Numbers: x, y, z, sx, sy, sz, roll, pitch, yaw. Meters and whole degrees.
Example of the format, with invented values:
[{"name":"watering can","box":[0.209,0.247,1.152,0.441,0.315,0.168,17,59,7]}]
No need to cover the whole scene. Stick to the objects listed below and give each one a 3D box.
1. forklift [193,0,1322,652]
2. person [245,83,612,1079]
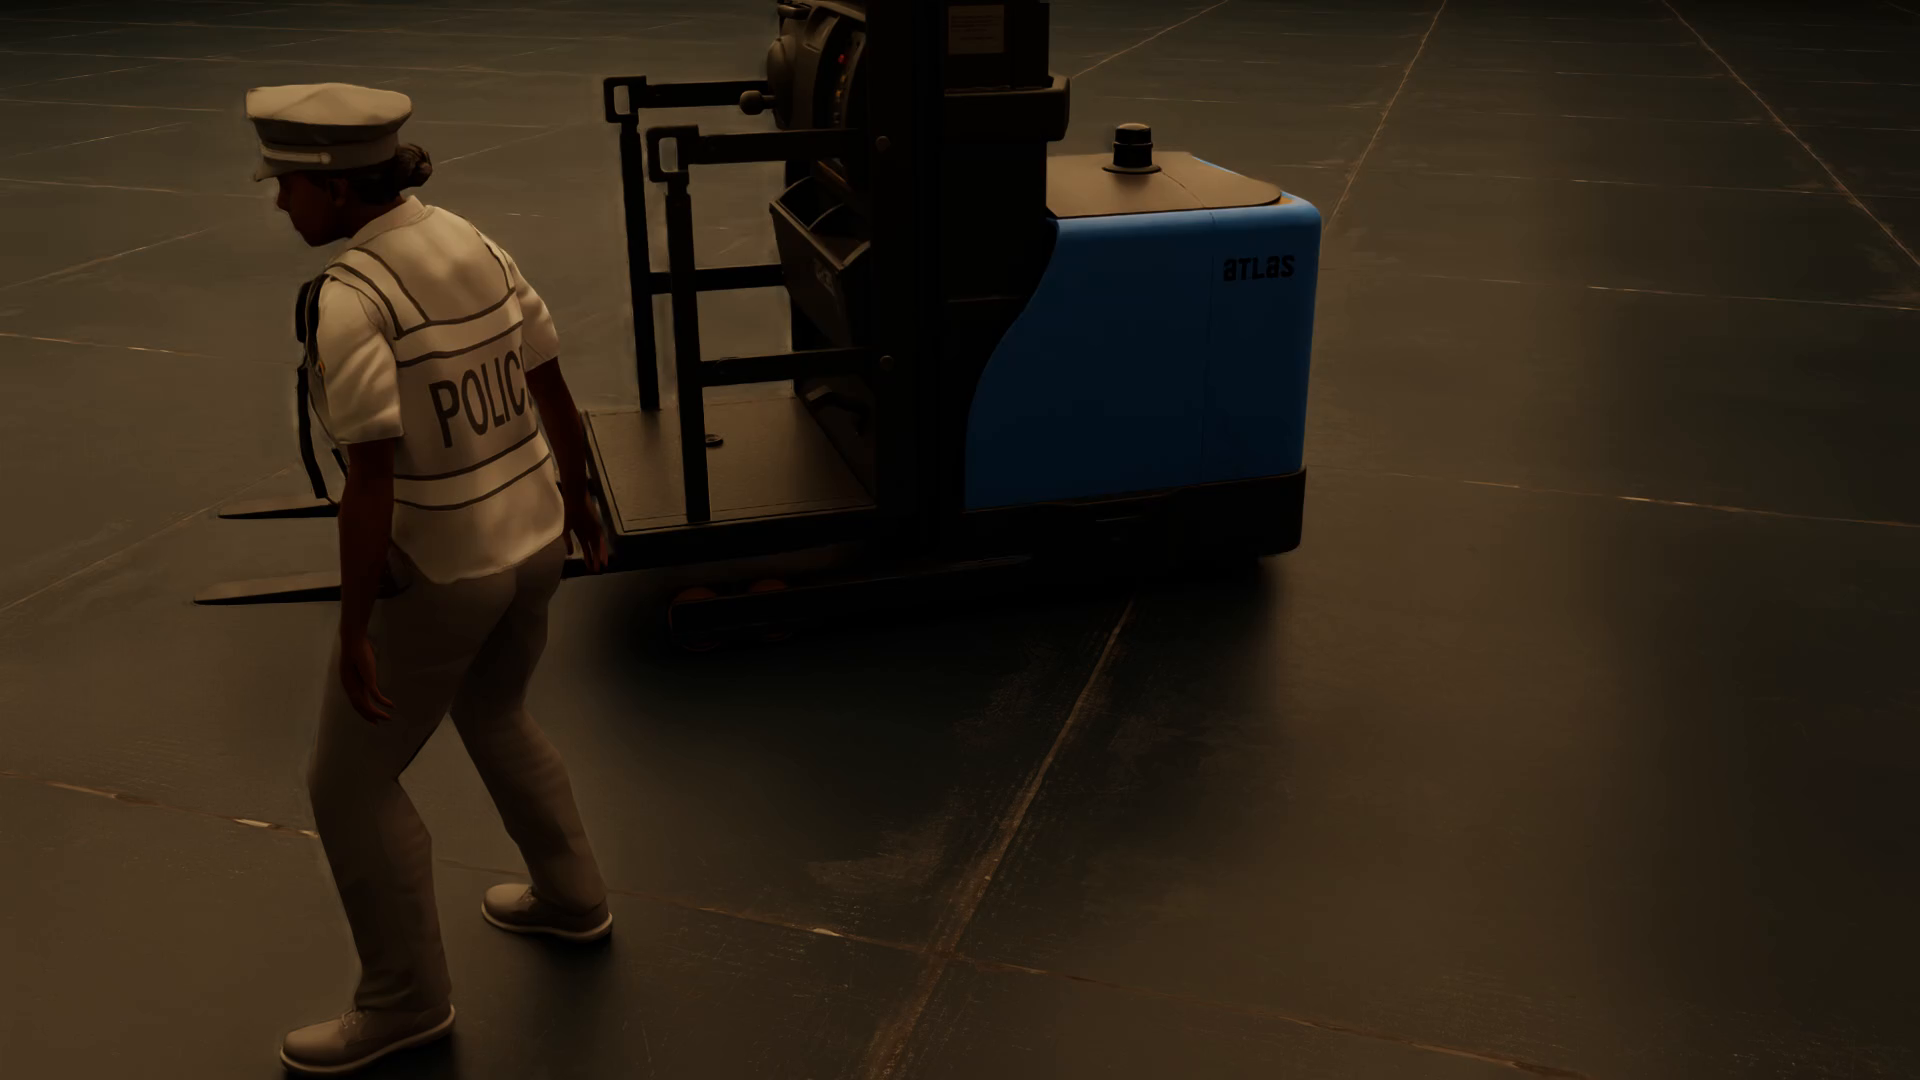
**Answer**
[{"name":"forklift","box":[-0.568,-1.284,4.390,3.031,2.935,1.130,-7,23,-16]},{"name":"person","box":[-0.914,0.056,2.869,0.403,1.630,0.787,7,24,17]}]
